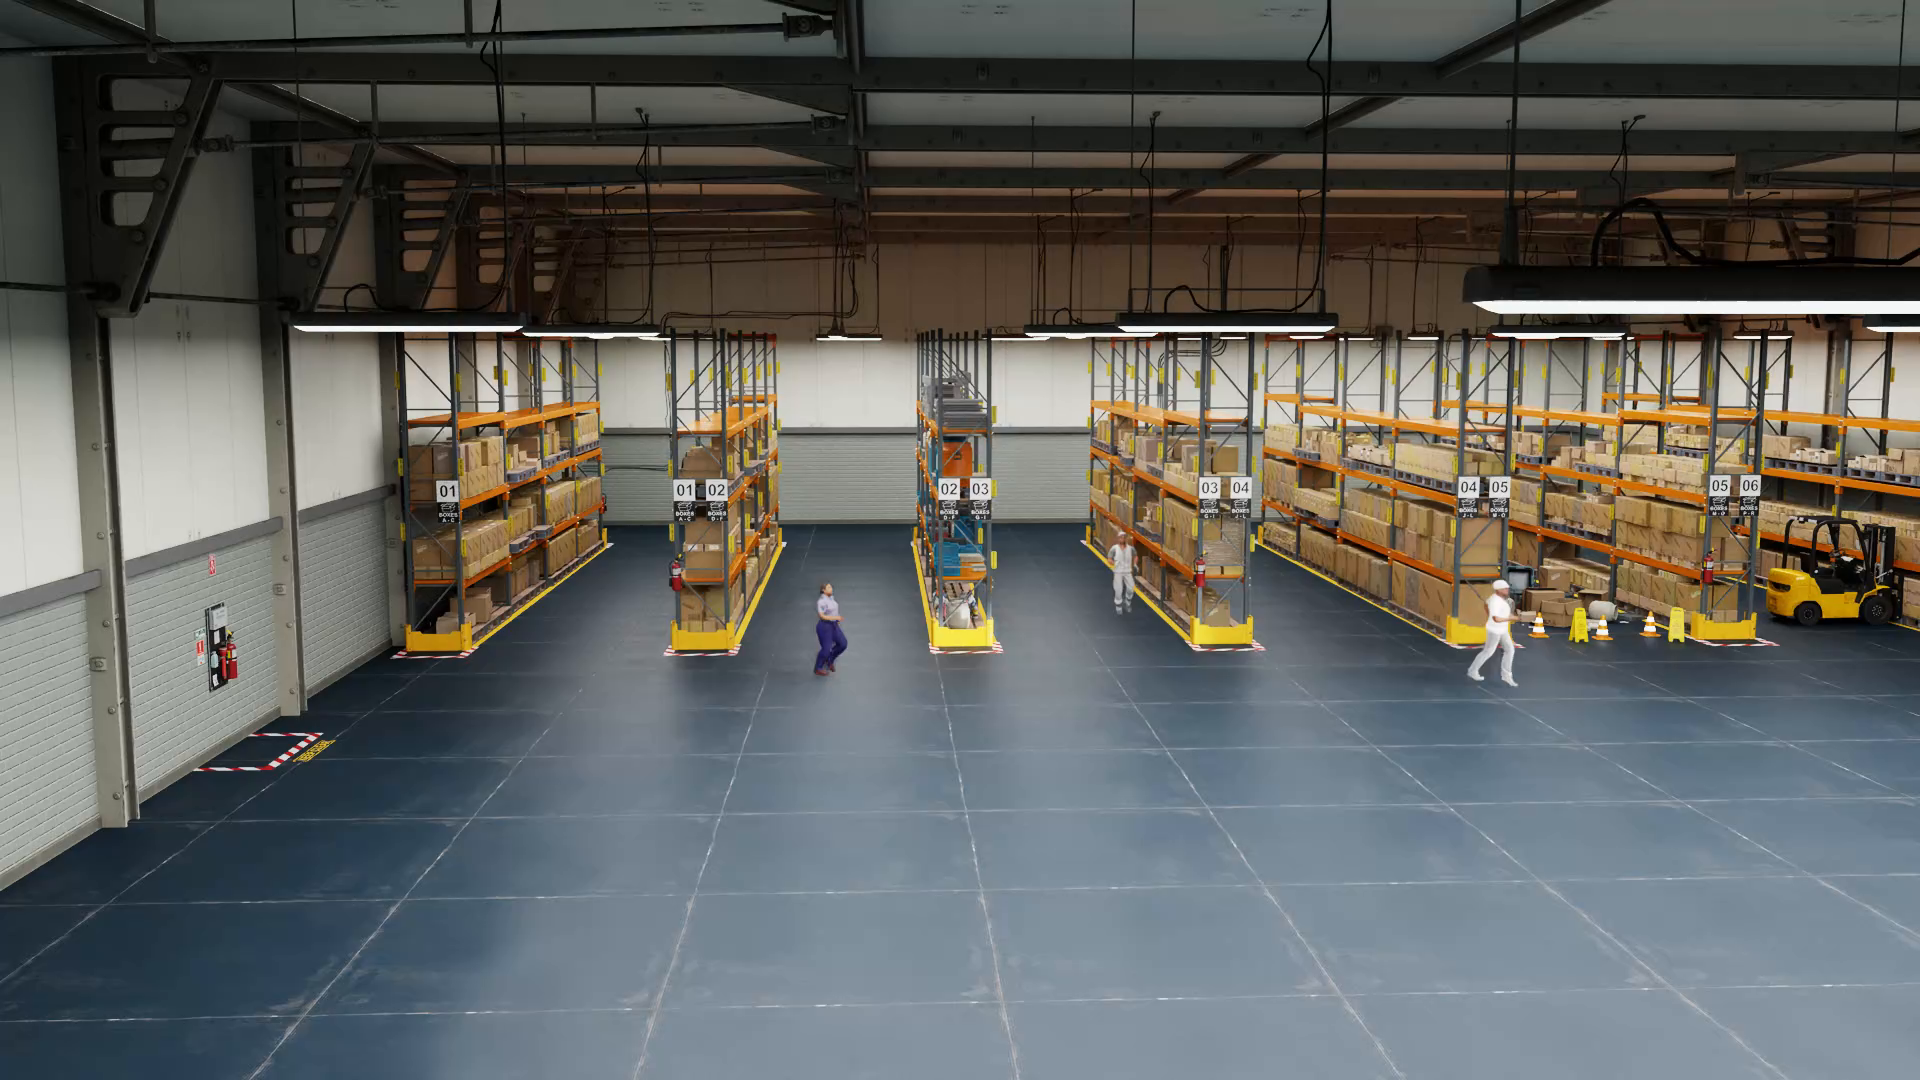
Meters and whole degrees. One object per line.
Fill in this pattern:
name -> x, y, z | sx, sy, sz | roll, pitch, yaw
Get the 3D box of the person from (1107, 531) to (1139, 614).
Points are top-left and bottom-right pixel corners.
person -> 3.402, 0.701, 34.601 | 0.683, 1.746, 0.624 | 0, 7, -3

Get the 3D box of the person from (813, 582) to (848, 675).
person -> -2.236, 1.530, 28.791 | 0.609, 1.616, 0.626 | 3, 7, 25

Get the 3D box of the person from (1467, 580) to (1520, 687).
person -> 8.974, 1.559, 27.907 | 0.845, 1.811, 0.625 | 5, 8, 36

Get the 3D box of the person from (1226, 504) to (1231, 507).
person -> 7.421, -0.619, 46.519 | 0.748, 1.753, 0.904 | 0, 7, 3
